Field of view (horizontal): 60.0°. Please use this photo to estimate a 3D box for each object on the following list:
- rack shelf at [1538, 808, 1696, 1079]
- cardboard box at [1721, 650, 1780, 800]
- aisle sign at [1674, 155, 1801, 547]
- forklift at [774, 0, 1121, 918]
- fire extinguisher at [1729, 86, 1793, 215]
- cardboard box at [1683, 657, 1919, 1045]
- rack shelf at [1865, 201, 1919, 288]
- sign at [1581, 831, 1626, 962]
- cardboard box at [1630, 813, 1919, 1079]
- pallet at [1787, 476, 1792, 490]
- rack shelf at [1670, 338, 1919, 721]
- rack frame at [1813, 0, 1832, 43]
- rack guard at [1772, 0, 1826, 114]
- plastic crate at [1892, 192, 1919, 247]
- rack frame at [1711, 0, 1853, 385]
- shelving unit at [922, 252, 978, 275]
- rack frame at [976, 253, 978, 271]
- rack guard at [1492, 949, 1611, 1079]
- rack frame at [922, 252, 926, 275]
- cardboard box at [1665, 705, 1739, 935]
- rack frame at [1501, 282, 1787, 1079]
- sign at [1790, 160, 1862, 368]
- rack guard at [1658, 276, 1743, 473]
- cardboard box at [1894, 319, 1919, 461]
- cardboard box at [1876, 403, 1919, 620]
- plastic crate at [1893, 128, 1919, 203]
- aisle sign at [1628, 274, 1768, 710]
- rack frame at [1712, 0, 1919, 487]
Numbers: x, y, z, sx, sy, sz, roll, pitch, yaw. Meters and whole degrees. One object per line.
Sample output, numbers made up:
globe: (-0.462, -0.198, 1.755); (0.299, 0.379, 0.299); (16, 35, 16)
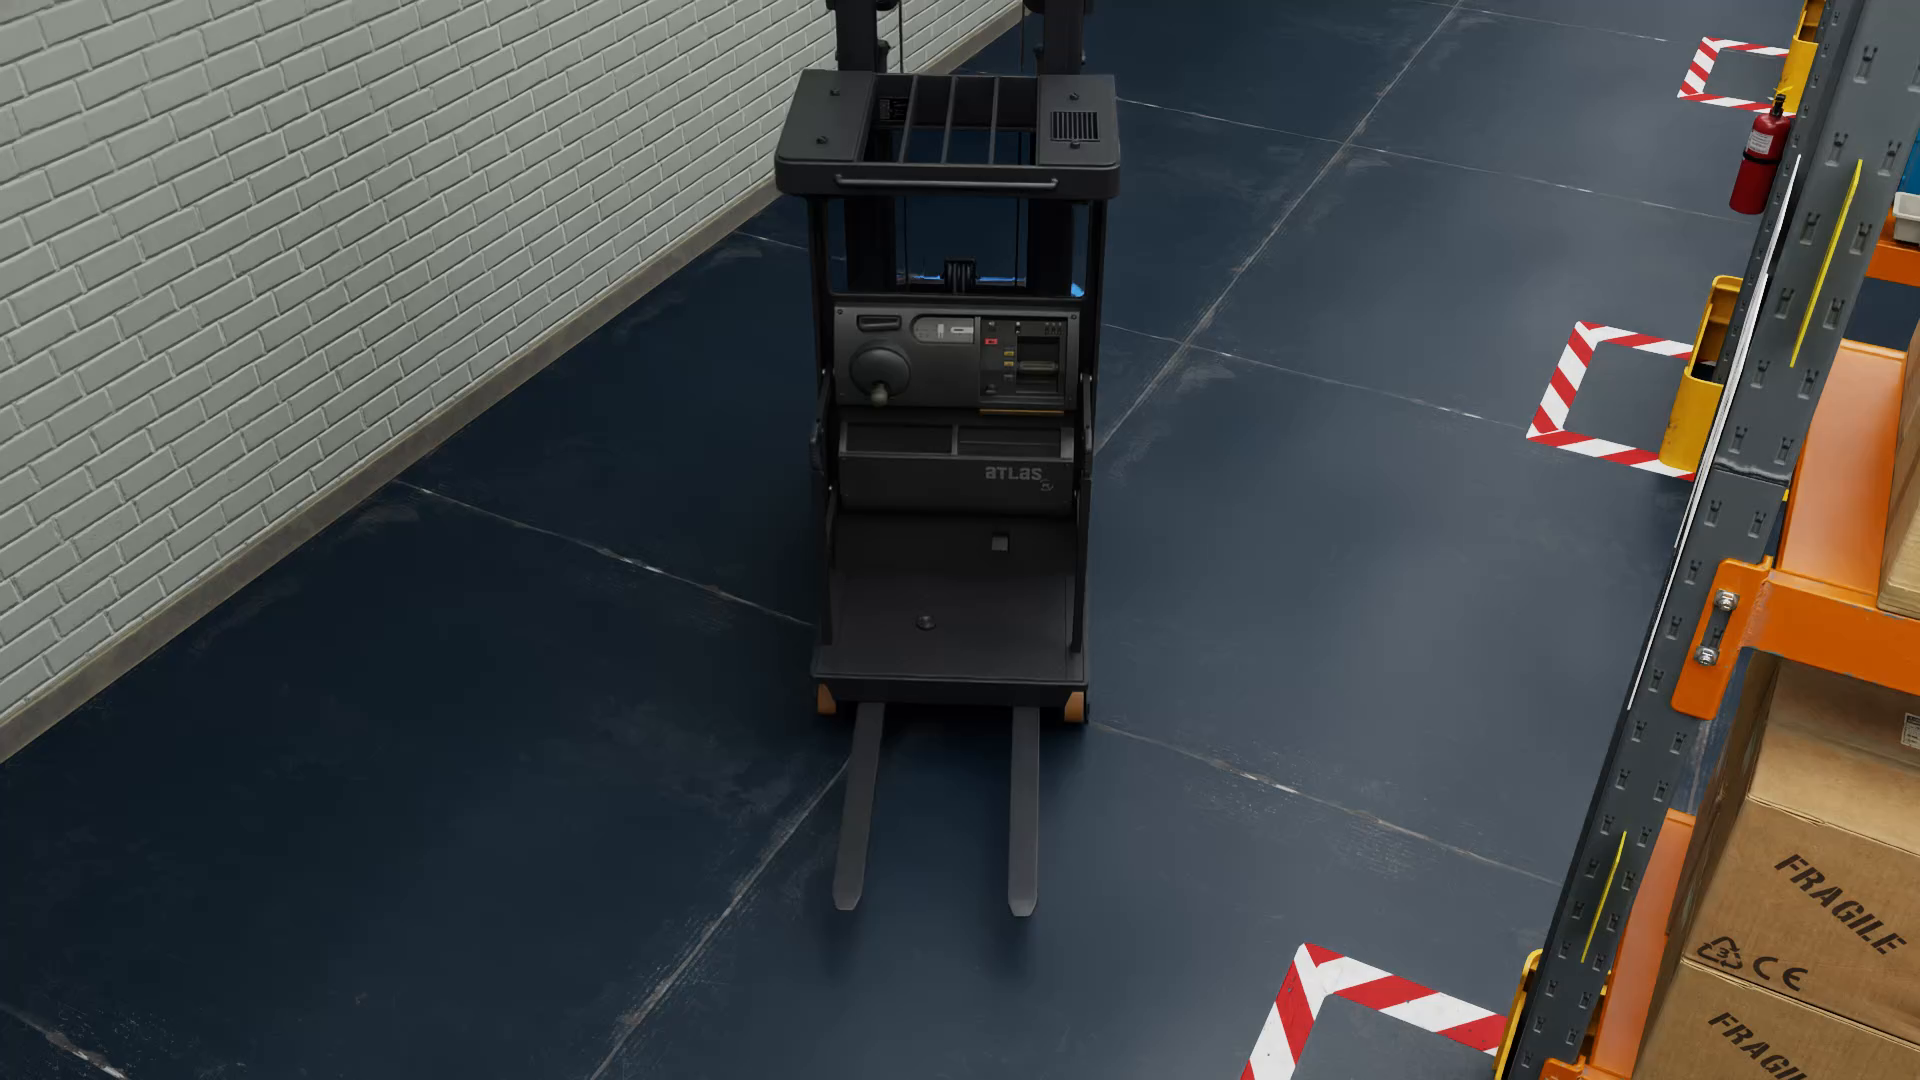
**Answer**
rack shelf: (3.398, 1.659, 3.679); (4.000, 0.370, 1.077); (17, 41, 21)
cardboard box: (2.144, 0.354, 3.893); (0.500, 0.500, 0.500); (17, 40, 21)
aisle sign: (1.703, -0.403, 3.649); (0.004, 0.787, 0.394); (17, 41, 21)
forklift: (-0.022, -0.625, 6.149); (1.130, 2.935, 3.031); (2, 37, 2)
fire extinguisher: (3.979, -1.949, 8.209); (0.183, 0.674, 0.296); (17, 41, 21)
cardboard box: (1.895, 0.643, 3.512); (0.500, 0.500, 0.500); (19, 41, 23)
rack shelf: (5.680, -0.999, 7.181); (4.000, 0.370, 1.077); (17, 41, 21)
sign: (1.373, 0.763, 3.548); (0.005, 0.325, 0.100); (17, 41, 21)
cardboard box: (1.895, 1.041, 3.814); (0.500, 0.500, 0.500); (18, 41, 22)
pallet: (4.618, -0.481, 8.209); (1.213, 0.211, 1.003); (17, 41, 21)
rack shelf: (3.398, 0.464, 2.772); (4.000, 0.370, 1.077); (17, 41, 21)
rack frame: (6.181, -4.501, 11.199); (0.127, 3.000, 1.000); (17, 41, 21)
rack guard: (6.160, -3.512, 11.964); (0.348, 0.500, 1.175); (17, 41, 21)
plastic crate: (4.218, -1.382, 7.258); (0.298, 0.136, 0.250); (17, 41, 21)
rack frame: (3.904, -1.842, 7.696); (0.127, 3.000, 1.000); (17, 41, 21)
shelving unit: (-0.047, -0.866, 8.023); (0.252, 1.050, 0.215); (1, 37, 1)
rack frame: (0.075, -0.864, 8.020); (0.008, 1.050, 0.200); (1, 37, 1)
rack guard: (1.690, 1.833, 4.922); (0.348, 0.500, 1.175); (17, 41, 21)
rack frame: (-0.169, -0.868, 8.026); (0.008, 1.050, 0.200); (1, 37, 1)
cardboard box: (2.145, 0.755, 4.192); (0.500, 0.500, 0.500); (19, 41, 23)
rack frame: (1.622, 0.816, 4.194); (0.127, 3.000, 1.000); (17, 41, 21)
sign: (1.373, -0.435, 2.639); (0.005, 0.325, 0.100); (17, 41, 21)
rack guard: (3.876, -0.846, 8.451); (0.348, 0.500, 1.175); (17, 41, 21)
cardboard box: (2.200, -0.317, 3.330); (0.500, 0.250, 0.500); (17, 41, 21)
cardboard box: (1.962, -0.039, 2.964); (0.500, 0.250, 0.500); (17, 41, 21)
plastic crate: (4.287, -1.887, 7.676); (0.499, 0.435, 0.616); (17, 41, 21)
aisle sign: (1.427, -0.081, 3.225); (0.004, 0.787, 0.394); (17, 41, 21)
rack frame: (1.622, -1.573, 2.380); (0.127, 3.000, 1.000); (17, 41, 21)
